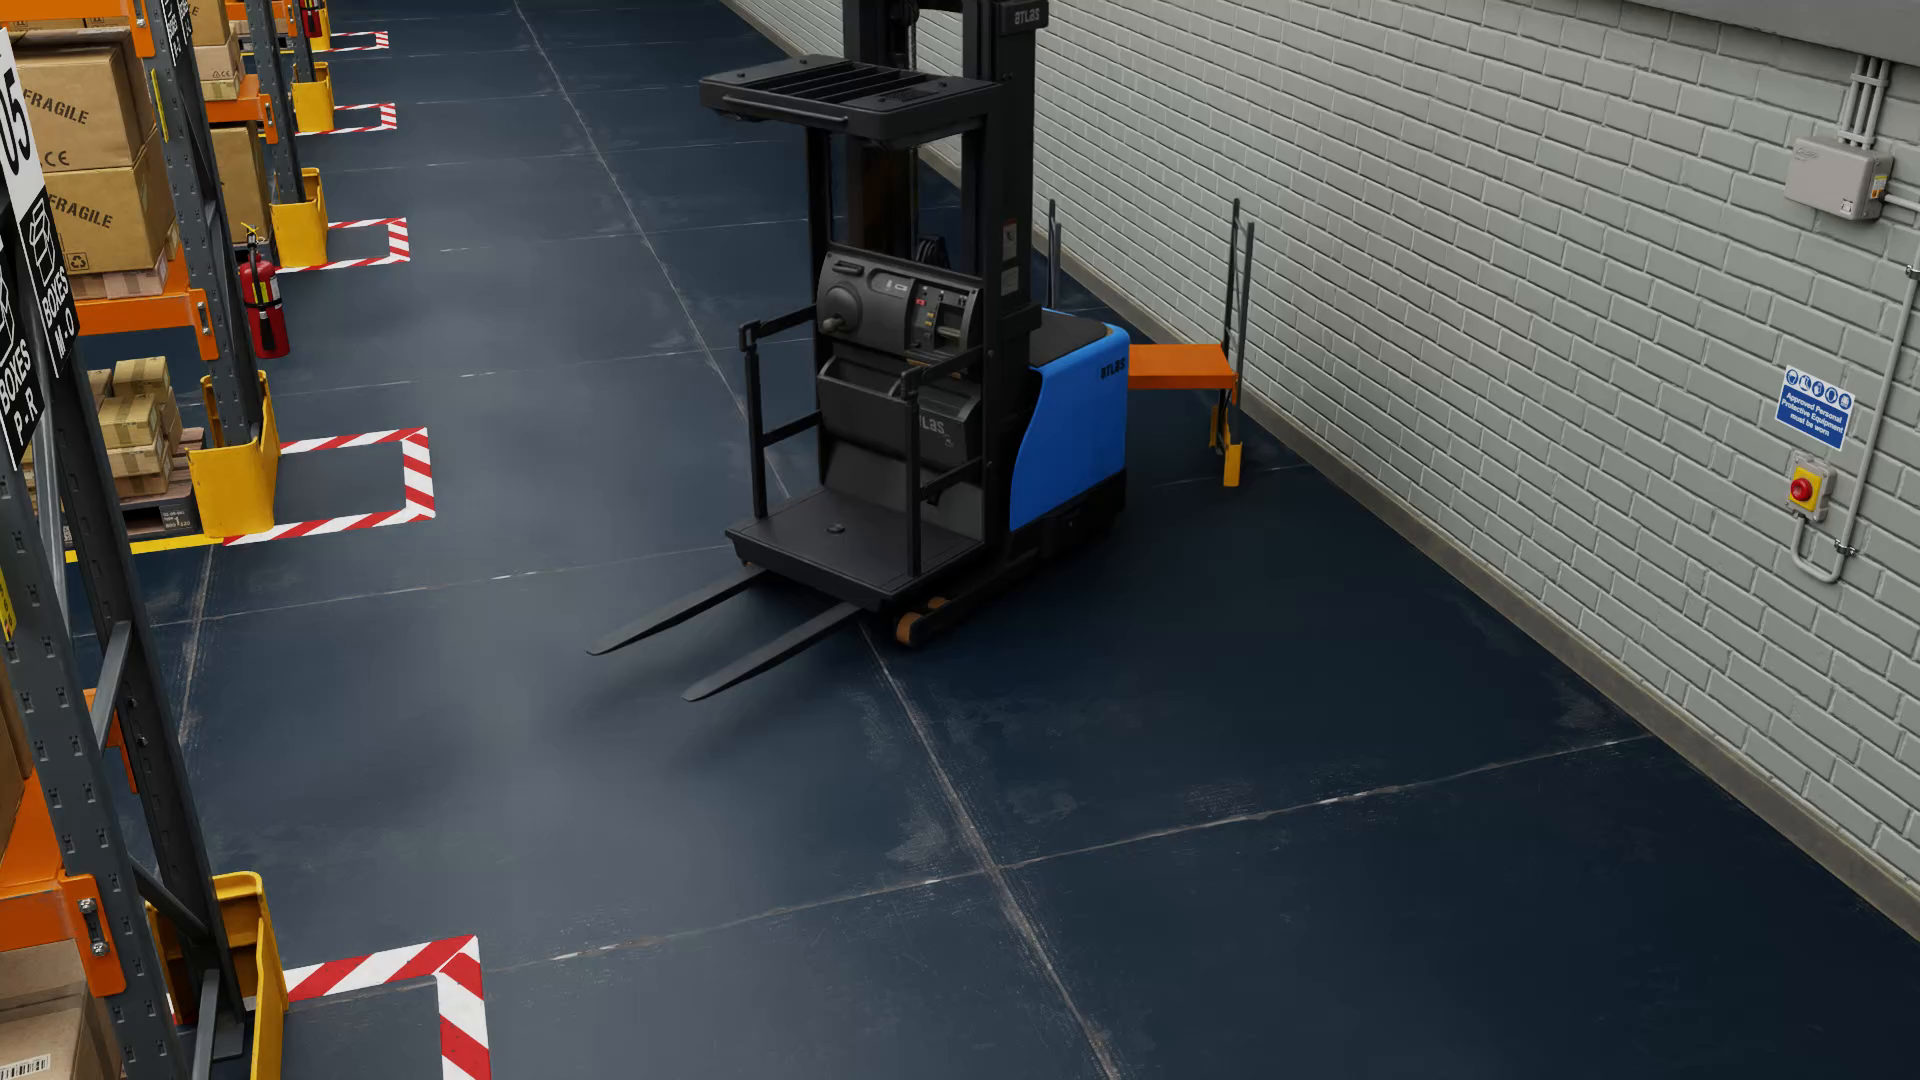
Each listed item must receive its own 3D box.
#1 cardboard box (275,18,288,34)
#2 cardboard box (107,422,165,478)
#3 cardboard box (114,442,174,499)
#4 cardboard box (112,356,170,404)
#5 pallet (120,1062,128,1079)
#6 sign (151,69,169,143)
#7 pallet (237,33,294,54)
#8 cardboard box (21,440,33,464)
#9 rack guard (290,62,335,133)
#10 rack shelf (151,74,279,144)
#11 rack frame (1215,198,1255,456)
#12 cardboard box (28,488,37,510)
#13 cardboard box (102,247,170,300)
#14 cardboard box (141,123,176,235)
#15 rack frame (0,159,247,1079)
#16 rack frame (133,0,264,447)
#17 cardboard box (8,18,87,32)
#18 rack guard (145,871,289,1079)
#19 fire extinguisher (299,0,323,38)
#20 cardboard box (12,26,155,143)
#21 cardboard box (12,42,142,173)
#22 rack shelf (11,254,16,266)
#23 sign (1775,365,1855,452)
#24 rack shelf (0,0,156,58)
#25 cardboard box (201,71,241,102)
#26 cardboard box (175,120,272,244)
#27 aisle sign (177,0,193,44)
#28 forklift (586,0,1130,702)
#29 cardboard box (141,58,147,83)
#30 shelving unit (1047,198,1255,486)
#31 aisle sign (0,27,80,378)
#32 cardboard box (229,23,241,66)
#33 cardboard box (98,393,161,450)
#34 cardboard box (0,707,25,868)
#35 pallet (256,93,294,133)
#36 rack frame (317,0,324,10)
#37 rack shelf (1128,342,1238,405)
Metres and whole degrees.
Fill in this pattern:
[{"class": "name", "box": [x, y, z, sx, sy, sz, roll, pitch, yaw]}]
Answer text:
[{"class": "cardboard box", "box": [-8.869, -6.823, 21.436, 0.500, 0.500, 0.500, -8, 28, -16]}, {"class": "cardboard box", "box": [-4.338, -0.475, 8.733, 0.250, 0.149, 0.380, -9, 28, -17]}, {"class": "cardboard box", "box": [-4.360, -0.375, 8.865, 0.250, 0.149, 0.380, -8, 27, -15]}, {"class": "cardboard box", "box": [-4.528, -0.873, 9.200, 0.250, 0.149, 0.380, -10, 28, -18]}, {"class": "pallet", "box": [-3.031, 1.847, 4.792, 1.213, 0.211, 1.003, -8, 28, -16]}, {"class": "sign", "box": [-3.772, -2.047, 7.842, 0.005, 0.325, 0.100, -8, 28, -16]}, {"class": "pallet", "box": [-9.258, -6.554, 21.715, 1.213, 0.211, 1.003, -8, 28, -16]}, {"class": "cardboard box", "box": [-4.813, -0.522, 8.493, 0.250, 0.149, 0.380, -9, 28, -17]}, {"class": "rack guard", "box": [-6.879, -4.718, 17.692, 0.348, 0.500, 1.175, -8, 28, -16]}, {"class": "rack shelf", "box": [-7.266, -3.137, 12.505, 4.000, 0.370, 1.077, -8, 28, -16]}, {"class": "rack frame", "box": [1.528, -1.104, 9.288, 0.032, 1.500, 0.500, 0, 26, -1]}, {"class": "cardboard box", "box": [-4.851, -0.296, 8.707, 0.250, 0.149, 0.380, -8, 28, -16]}, {"class": "cardboard box", "box": [-4.147, -1.347, 8.373, 0.250, 0.149, 0.380, -8, 28, -16]}, {"class": "cardboard box", "box": [-4.437, -1.857, 8.670, 0.500, 0.500, 0.500, -7, 27, -14]}, {"class": "rack frame", "box": [-2.295, 0.455, 4.460, 0.127, 3.000, 1.000, -8, 28, -16]}, {"class": "rack frame", "box": [-3.924, -1.624, 8.648, 0.127, 3.000, 1.000, -8, 28, -16]}, {"class": "cardboard box", "box": [-6.870, -4.042, 12.510, 0.500, 0.500, 0.500, -9, 28, -17]}, {"class": "rack guard", "box": [-2.273, 1.571, 5.023, 0.348, 0.500, 1.175, -8, 28, -16]}, {"class": "fire extinguisher", "box": [-6.614, -5.456, 16.873, 0.183, 0.674, 0.296, -8, 28, -16]}, {"class": "cardboard box", "box": [-4.433, -2.300, 8.439, 0.500, 0.500, 0.500, -8, 28, -16]}, {"class": "cardboard box", "box": [-4.282, -2.082, 7.998, 0.500, 0.500, 0.500, -9, 28, -17]}, {"class": "rack shelf", "box": [-4.197, -0.291, 3.398, 4.000, 0.370, 1.077, -8, 28, -16]}, {"class": "sign", "box": [3.102, -0.481, 6.042, 0.001, 0.218, 0.327, -8, 28, -16]}, {"class": "rack shelf", "box": [-5.826, -2.370, 7.586, 4.000, 0.370, 1.077, -8, 28, -16]}, {"class": "cardboard box", "box": [-5.601, -3.434, 12.577, 0.250, 0.149, 0.380, -8, 27, -15]}, {"class": "cardboard box", "box": [-5.948, -2.850, 13.034, 0.875, 0.875, 0.875, -8, 28, -16]}, {"class": "aisle sign", "box": [-3.948, -2.925, 8.346, 0.004, 0.787, 0.394, -8, 28, -16]}, {"class": "forklift", "box": [-0.428, -1.060, 7.588, 1.130, 2.935, 3.031, 20, 33, 34]}, {"class": "cardboard box", "box": [-6.225, -3.553, 12.367, 0.500, 0.250, 0.500, -9, 28, -17]}, {"class": "shelving unit", "box": [1.029, -1.101, 9.280, 1.083, 1.500, 0.587, 0, 26, -1]}, {"class": "aisle sign", "box": [-2.317, -0.842, 4.149, 0.004, 0.787, 0.394, -8, 28, -16]}, {"class": "cardboard box", "box": [-5.904, -3.849, 12.964, 0.500, 0.250, 0.500, -9, 28, -17]}, {"class": "cardboard box", "box": [-4.349, -0.622, 8.694, 0.250, 0.149, 0.380, -8, 27, -16]}, {"class": "cardboard box", "box": [-2.672, 0.589, 4.079, 0.500, 0.500, 0.500, -8, 28, -16]}, {"class": "pallet", "box": [-7.694, -4.483, 17.543, 1.213, 0.211, 1.003, -8, 28, -16]}, {"class": "rack frame", "box": [-8.428, -7.924, 21.338, 0.127, 3.000, 1.000, -8, 28, -16]}, {"class": "rack shelf", "box": [1.020, -0.940, 9.360, 1.000, 0.185, 0.538, 0, 26, -1]}]
